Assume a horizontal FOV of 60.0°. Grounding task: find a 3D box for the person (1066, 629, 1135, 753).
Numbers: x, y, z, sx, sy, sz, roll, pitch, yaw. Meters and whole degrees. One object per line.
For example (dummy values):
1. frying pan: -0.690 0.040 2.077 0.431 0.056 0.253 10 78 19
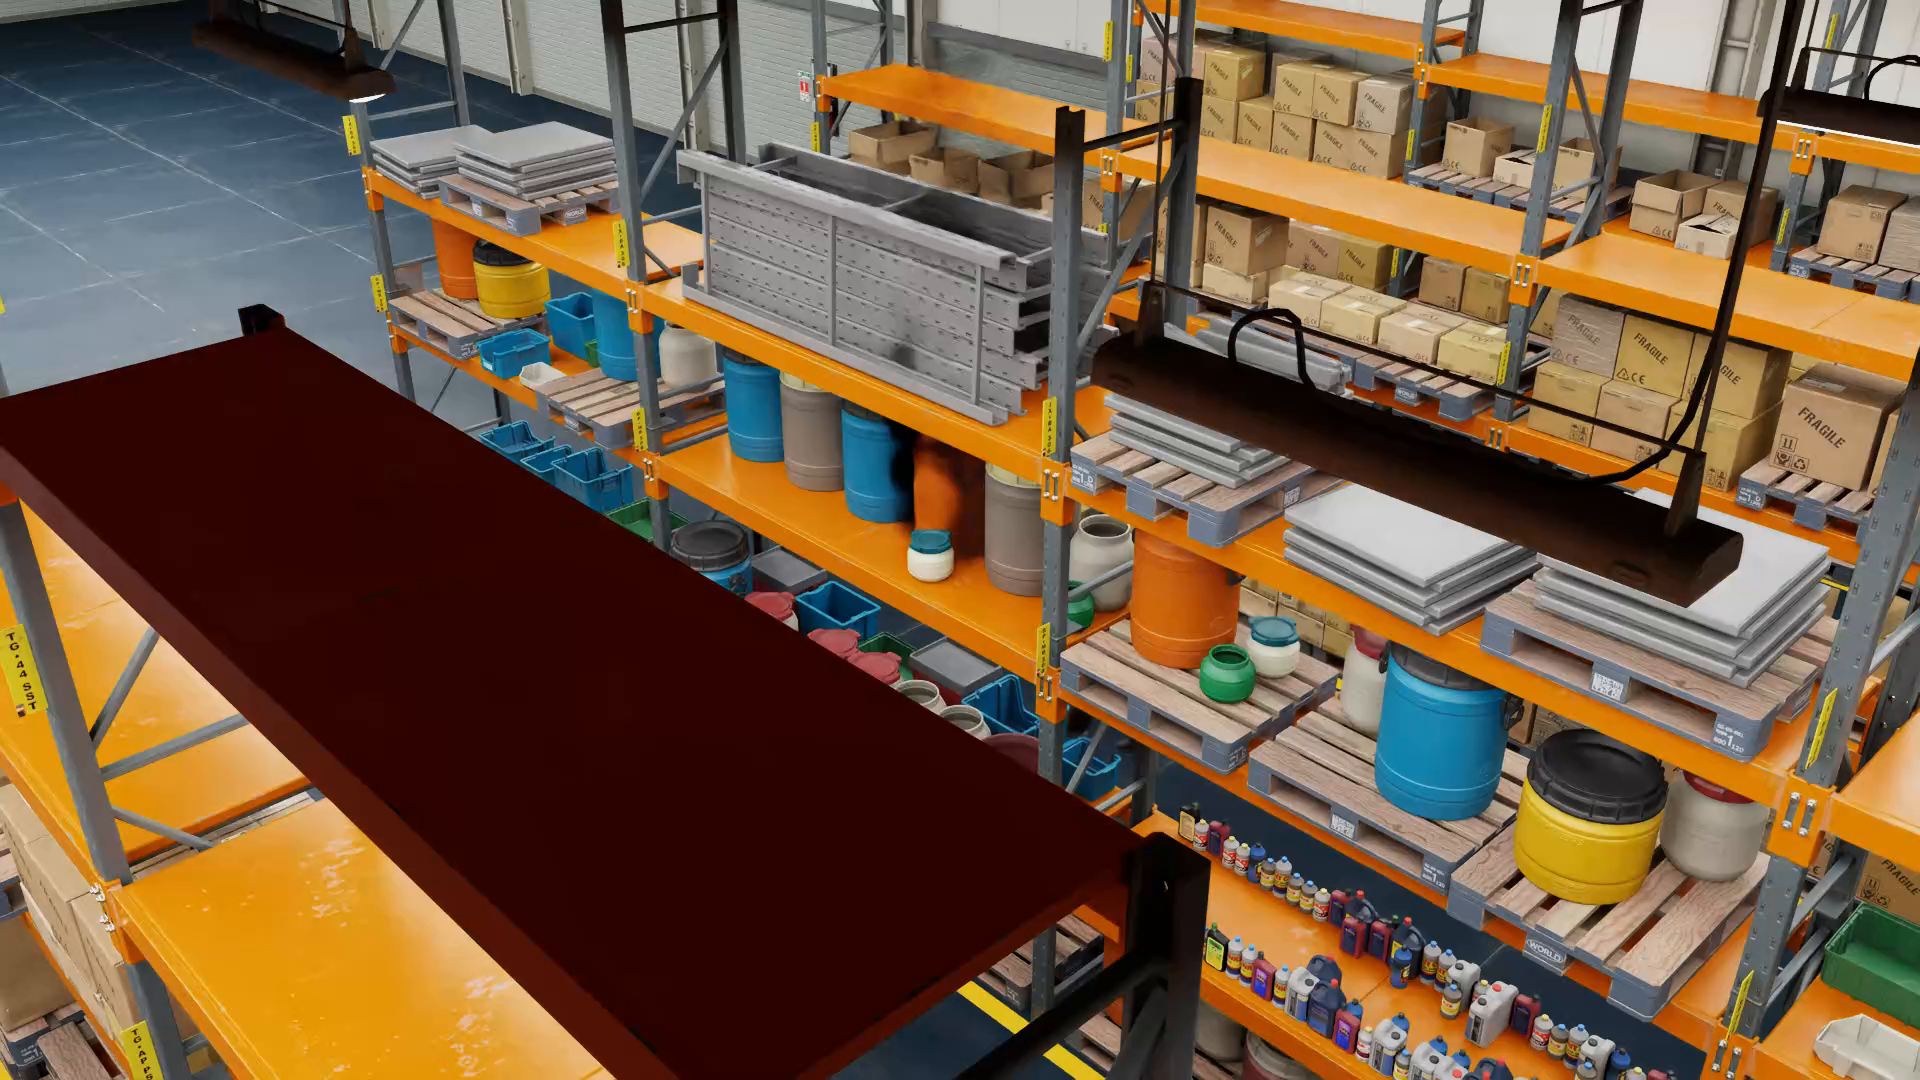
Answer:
1. person: 1.129 0.847 12.750 0.684 1.841 0.888 -24 36 -37
